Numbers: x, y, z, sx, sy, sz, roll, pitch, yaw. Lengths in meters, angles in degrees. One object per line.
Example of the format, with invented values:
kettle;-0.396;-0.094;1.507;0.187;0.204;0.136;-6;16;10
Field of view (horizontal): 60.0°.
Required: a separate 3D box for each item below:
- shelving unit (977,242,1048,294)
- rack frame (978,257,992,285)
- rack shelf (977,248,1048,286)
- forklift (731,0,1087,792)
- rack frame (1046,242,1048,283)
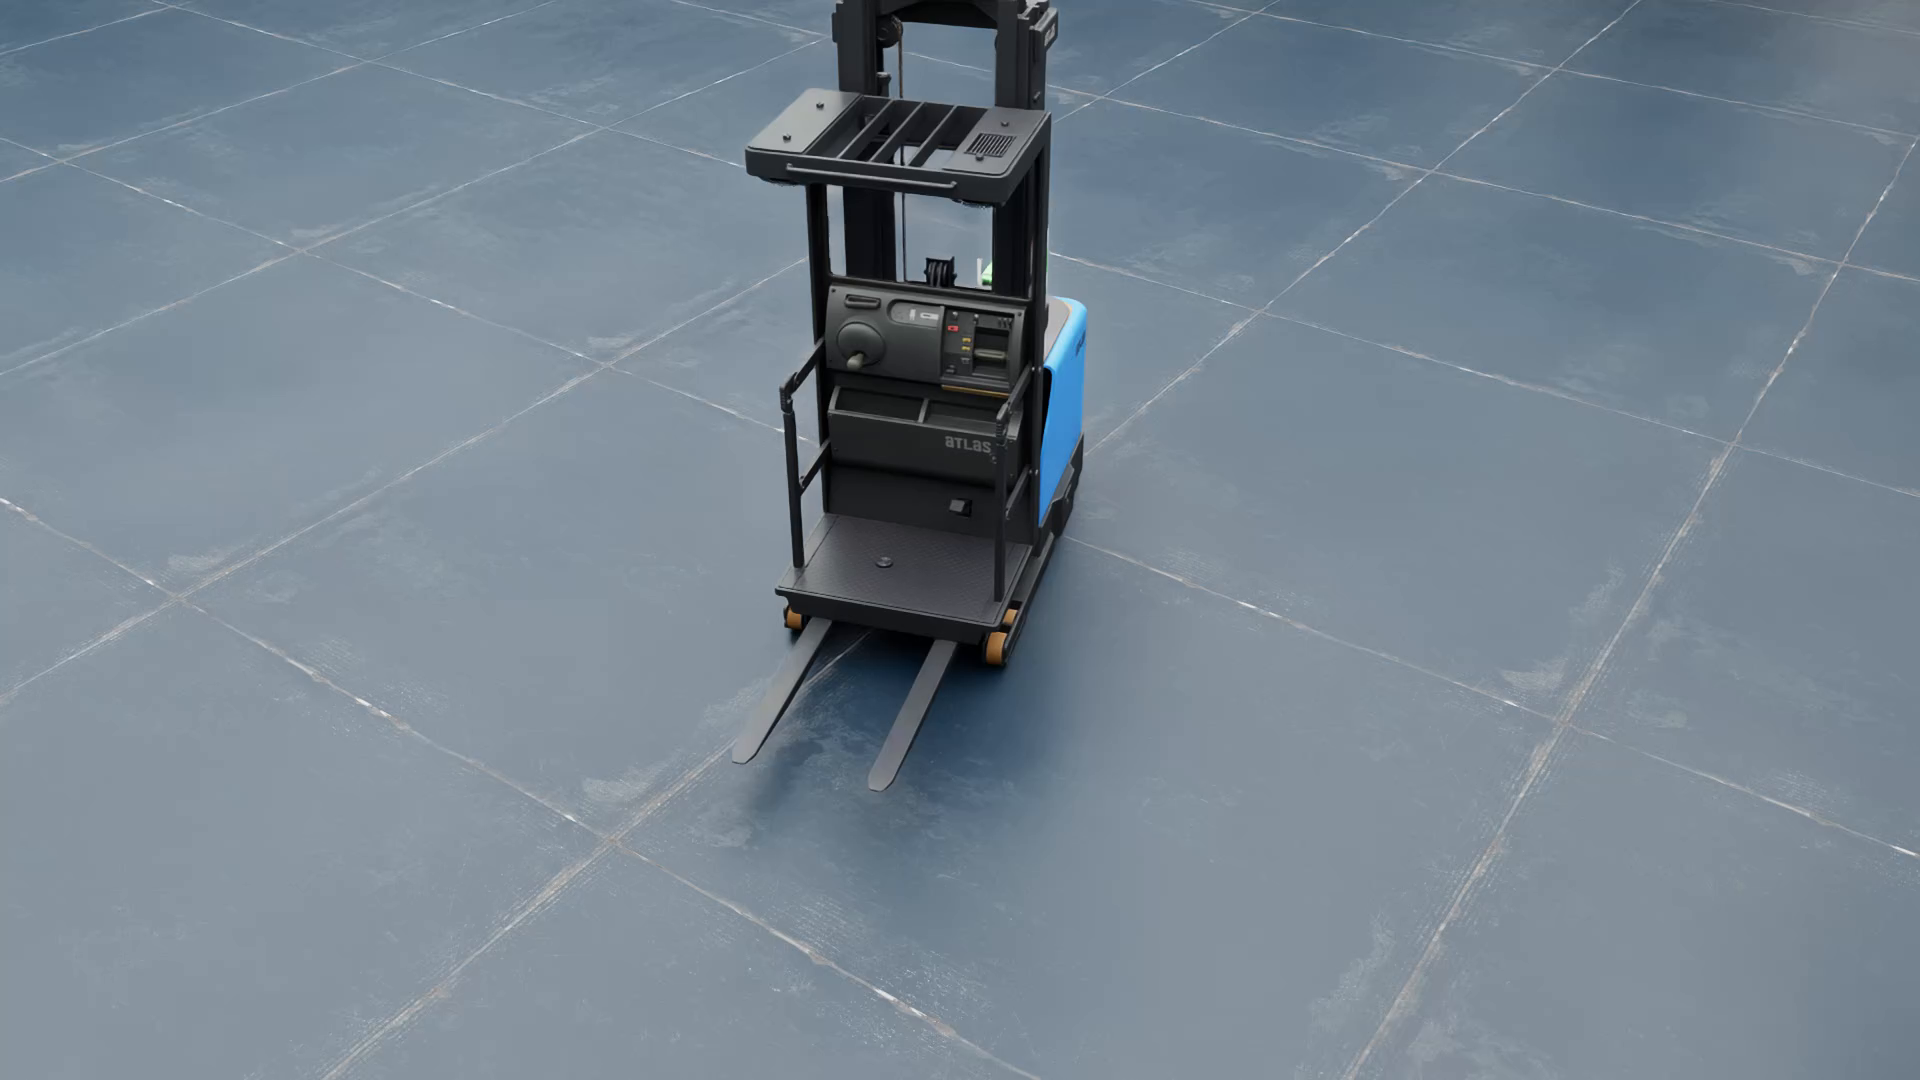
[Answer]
shelving unit;0.290;-1.105;9.312;0.258;1.200;0.503;11;35;16
rack frame;0.211;-0.976;9.121;0.240;1.200;0.015;11;35;16
rack shelf;0.290;-1.450;9.080;0.258;0.148;0.480;11;35;16
forklift;-0.221;-0.864;7.411;1.130;2.935;3.031;9;35;13
rack frame;0.369;-1.234;9.504;0.240;1.200;0.015;11;35;16
